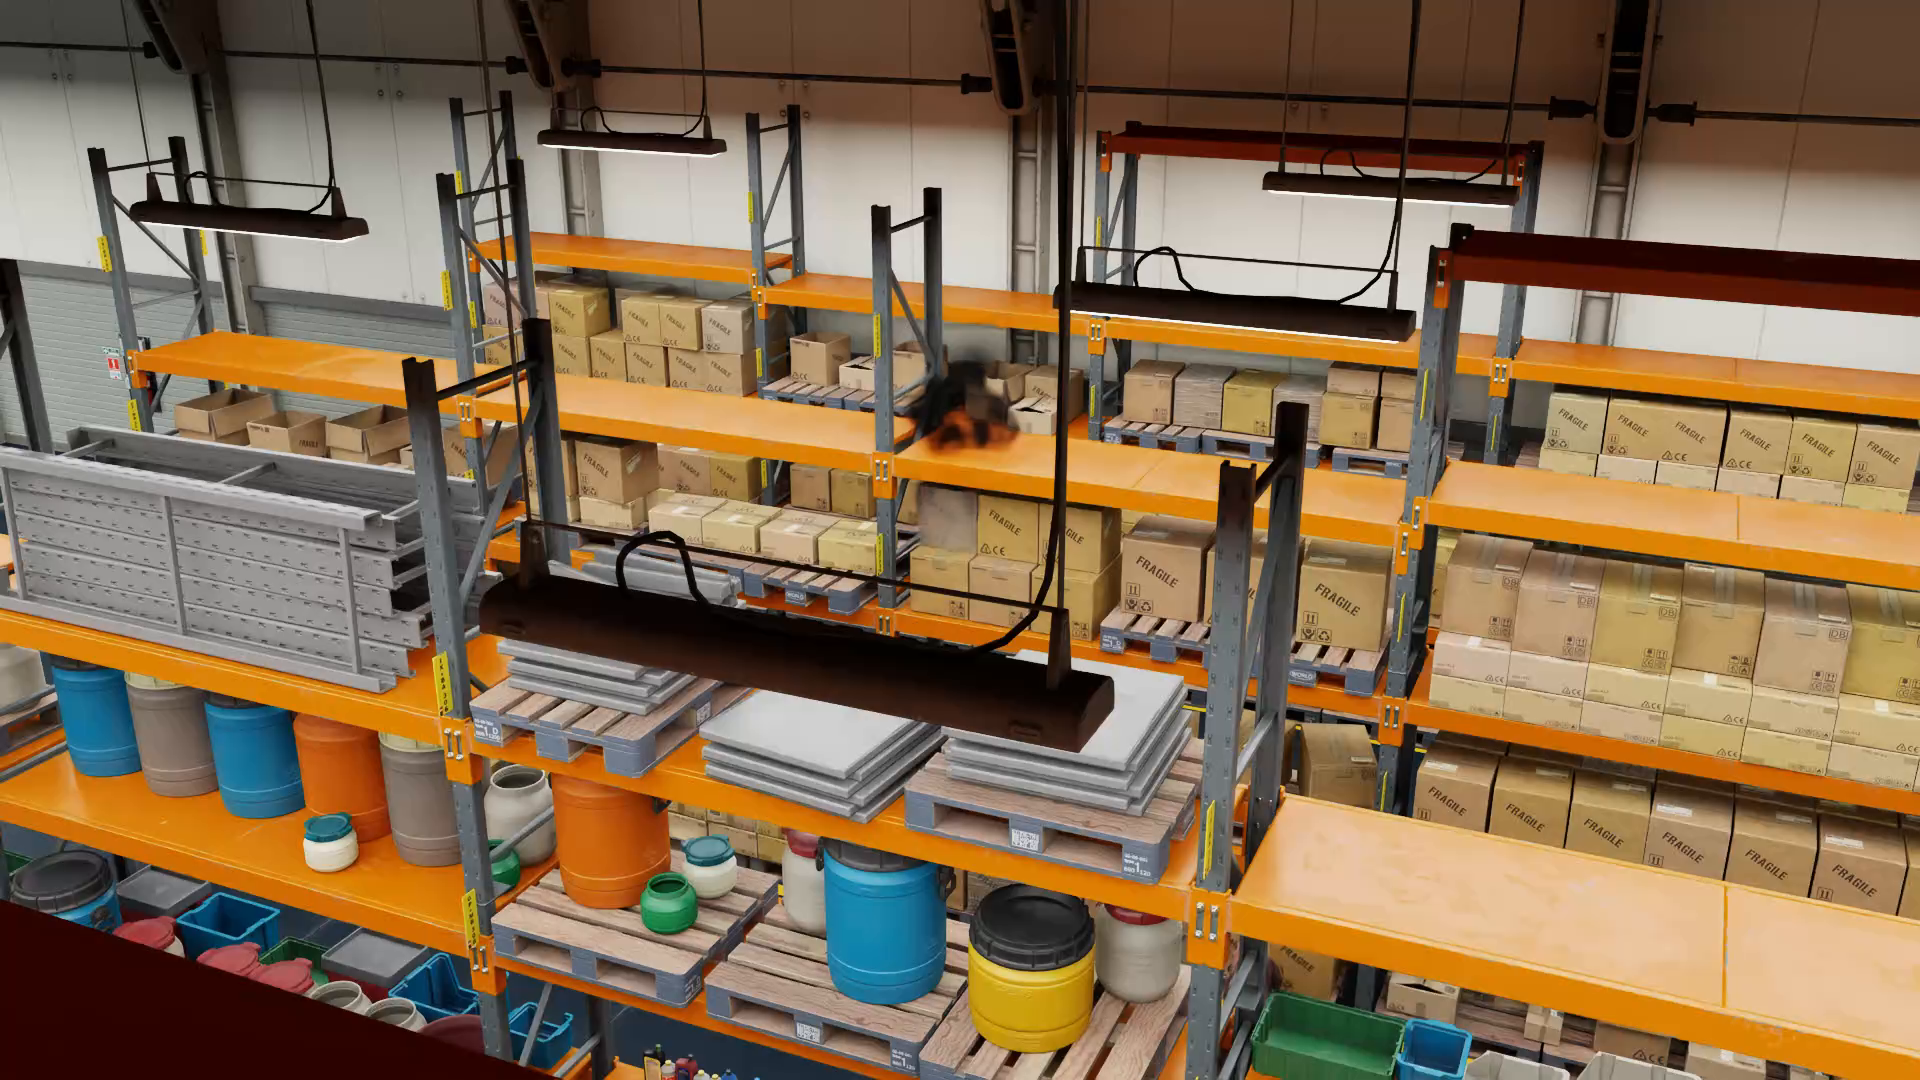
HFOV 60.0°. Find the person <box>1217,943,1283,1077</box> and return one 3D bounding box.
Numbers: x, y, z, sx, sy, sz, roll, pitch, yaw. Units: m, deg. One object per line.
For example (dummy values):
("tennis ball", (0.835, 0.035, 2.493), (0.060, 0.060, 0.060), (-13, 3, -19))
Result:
("person", (1.899, 3.400, 11.150), (0.785, 1.751, 0.735), (6, 21, 15))
